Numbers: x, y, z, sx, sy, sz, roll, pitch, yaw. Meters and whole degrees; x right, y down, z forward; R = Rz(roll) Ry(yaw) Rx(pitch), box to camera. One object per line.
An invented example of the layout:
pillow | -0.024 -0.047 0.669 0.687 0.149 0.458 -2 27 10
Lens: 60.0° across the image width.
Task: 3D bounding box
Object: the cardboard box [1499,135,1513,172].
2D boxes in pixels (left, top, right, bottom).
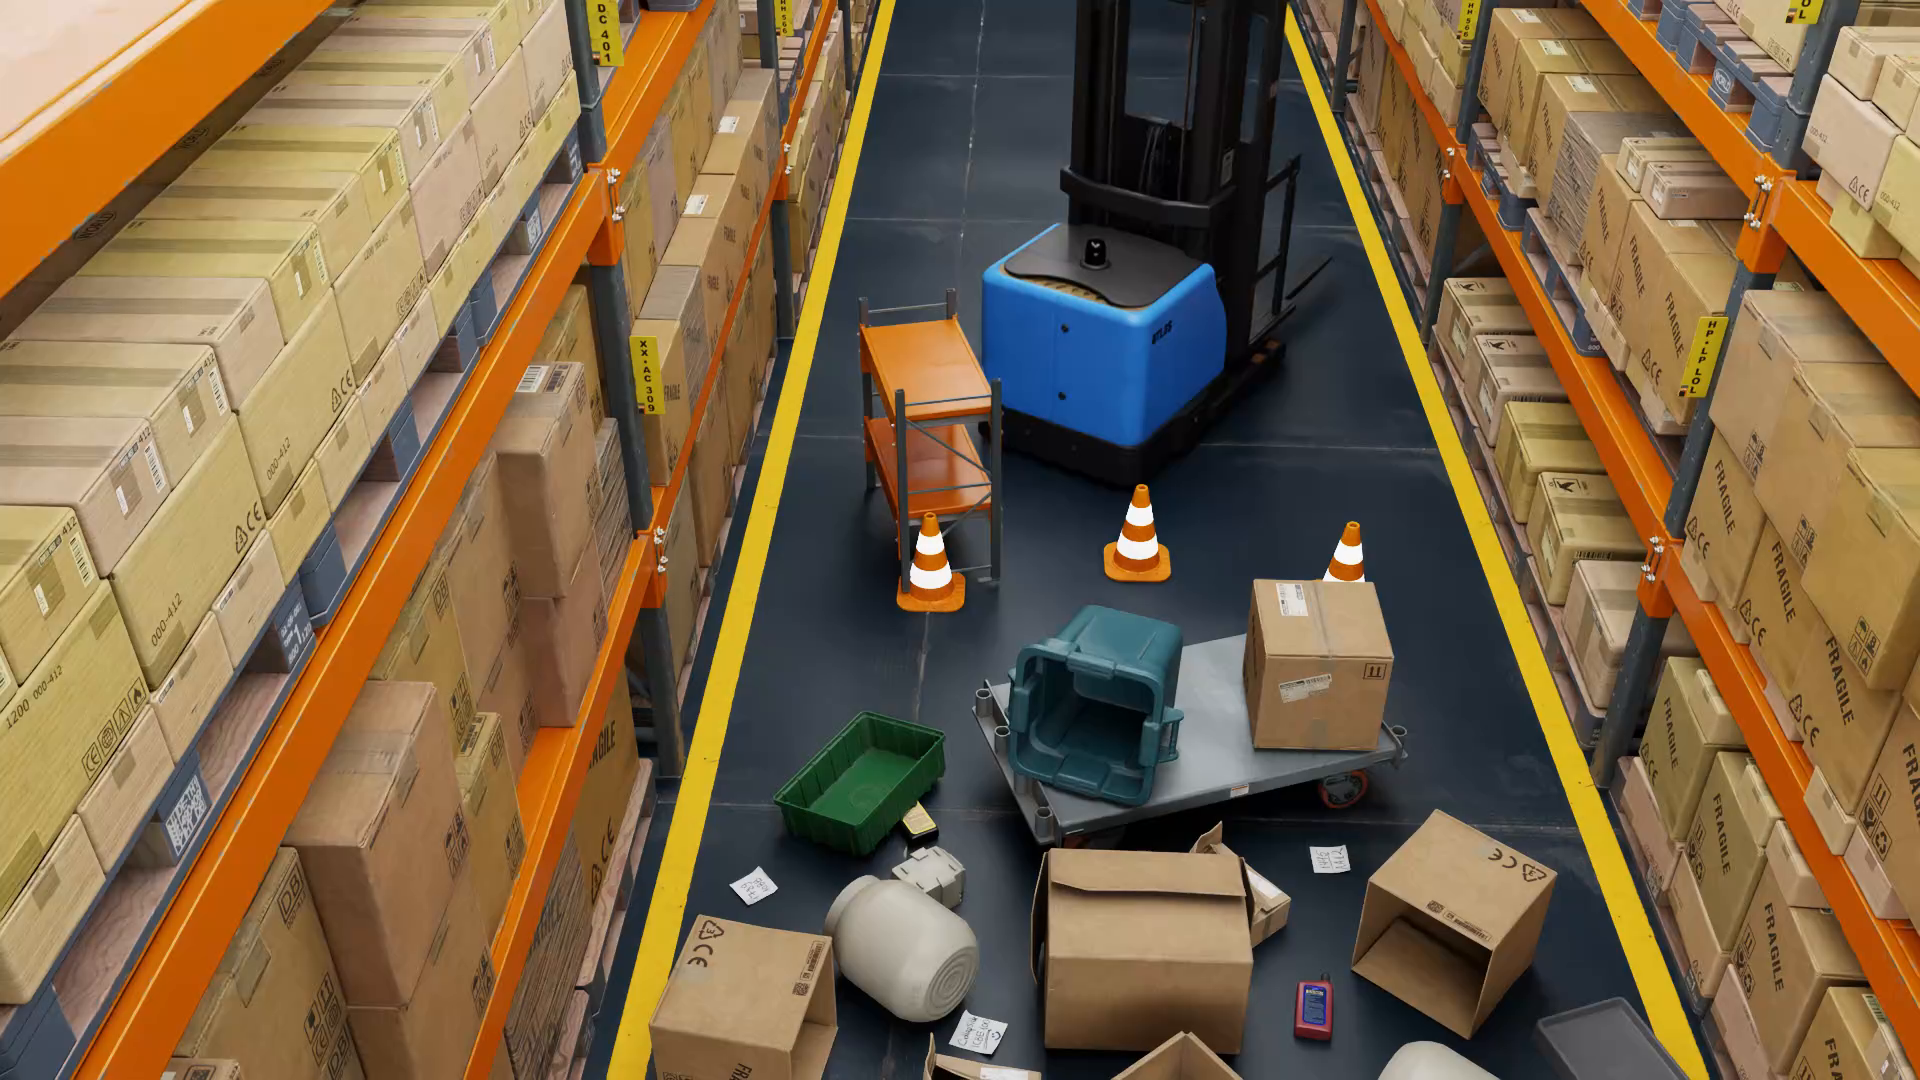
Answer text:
cardboard box | 3.104 -2.042 8.846 0.380 0.149 0.250 -1 35 -1

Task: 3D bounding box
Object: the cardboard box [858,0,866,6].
cardboard box | -1.035 -4.900 14.915 0.380 0.149 0.250 1 35 2

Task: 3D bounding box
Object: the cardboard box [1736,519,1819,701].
cardboard box | 2.951 0.197 5.460 0.500 0.500 0.500 1 35 2

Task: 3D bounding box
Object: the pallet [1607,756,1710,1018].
pallet | 3.252 1.352 6.588 1.003 0.211 1.213 1 35 2

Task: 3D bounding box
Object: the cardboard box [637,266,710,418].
cardboard box | -1.397 -0.858 7.222 0.500 0.500 0.500 2 35 2

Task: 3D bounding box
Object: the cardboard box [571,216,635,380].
cardboard box | -1.692 -0.967 6.506 0.700 0.500 0.500 1 35 1

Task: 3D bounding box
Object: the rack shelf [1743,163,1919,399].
rack shelf | 3.164 0.041 4.046 1.077 0.370 4.000 1 35 2

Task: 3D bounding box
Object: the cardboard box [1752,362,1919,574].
cardboard box | 3.126 -0.408 5.017 1.020 1.000 0.508 2 35 2

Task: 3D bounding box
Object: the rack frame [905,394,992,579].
rack frame | -0.048 -0.247 8.010 0.475 0.981 0.013 -7 34 -10

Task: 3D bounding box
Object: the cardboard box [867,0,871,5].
cardboard box | -1.018 -5.078 15.426 0.380 0.149 0.250 2 35 3

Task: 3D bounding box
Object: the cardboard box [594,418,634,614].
cardboard box | -1.709 -0.081 6.071 0.875 0.550 0.550 1 35 2

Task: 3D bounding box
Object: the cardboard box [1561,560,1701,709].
cardboard box | 3.262 0.427 7.400 0.950 0.372 0.625 2 35 2

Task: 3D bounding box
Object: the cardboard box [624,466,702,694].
cardboard box | -1.771 0.158 7.453 1.050 0.750 0.750 1 35 2

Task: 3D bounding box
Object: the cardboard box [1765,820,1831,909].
cardboard box | 2.859 1.059 5.390 0.380 0.149 0.250 3 35 5

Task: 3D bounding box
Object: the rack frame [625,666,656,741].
rack frame | -1.710 -0.232 6.417 0.949 2.616 0.053 1 35 2

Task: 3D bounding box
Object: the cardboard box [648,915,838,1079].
cardboard box | -0.743 1.706 5.832 0.500 0.500 0.500 7 36 10

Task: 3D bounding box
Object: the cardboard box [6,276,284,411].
cardboard box | -1.494 -0.365 3.071 0.380 0.149 0.250 1 35 1

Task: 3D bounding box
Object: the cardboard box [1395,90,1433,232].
cardboard box | 3.555 -2.683 11.388 0.875 0.875 0.875 2 35 2

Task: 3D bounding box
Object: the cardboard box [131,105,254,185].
cardboard box | -2.044 -0.878 4.147 0.500 0.250 0.500 1 35 1

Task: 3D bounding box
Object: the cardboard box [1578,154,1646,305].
cardboard box | 3.079 -1.362 7.314 0.500 0.500 0.500 2 35 4

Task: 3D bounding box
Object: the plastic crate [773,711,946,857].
plastic crate | -0.404 1.025 7.023 0.450 0.188 0.662 11 35 32

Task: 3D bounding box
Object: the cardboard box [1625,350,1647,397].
cardboard box | 3.017 -0.697 6.933 0.380 0.149 0.250 0 35 0

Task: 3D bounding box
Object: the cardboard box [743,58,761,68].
cardboard box | -1.326 -2.851 9.997 0.380 0.149 0.250 1 35 1

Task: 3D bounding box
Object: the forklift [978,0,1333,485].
forklift | 1.344 -2.266 9.447 1.129 2.843 3.031 21 40 27

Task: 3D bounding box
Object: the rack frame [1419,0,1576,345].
rack frame | 3.405 -2.473 9.606 1.000 3.000 0.127 1 35 2

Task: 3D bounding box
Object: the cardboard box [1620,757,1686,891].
cardboard box | 2.950 1.111 6.533 0.500 0.250 0.500 0 35 0

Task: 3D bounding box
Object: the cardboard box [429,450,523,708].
cardboard box | -1.820 0.102 4.872 0.875 0.550 0.550 1 35 2

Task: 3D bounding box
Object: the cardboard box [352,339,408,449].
cardboard box | -1.473 -0.332 3.716 0.380 0.149 0.250 2 35 2

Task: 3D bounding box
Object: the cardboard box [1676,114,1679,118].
cardboard box | 3.635 -1.953 8.155 0.500 0.500 0.500 -1 35 -1

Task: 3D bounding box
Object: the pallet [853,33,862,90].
pallet | -1.393 -4.074 14.308 1.003 0.211 1.213 1 35 2

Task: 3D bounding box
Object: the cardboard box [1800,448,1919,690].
cardboard box | 2.920 0.082 4.756 0.700 0.500 0.500 1 35 1

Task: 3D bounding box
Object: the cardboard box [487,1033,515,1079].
cardboard box | -1.872 1.867 4.913 0.875 0.875 0.875 1 35 1

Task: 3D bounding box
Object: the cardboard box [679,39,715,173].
cardboard box | -1.611 -2.137 8.171 0.700 0.500 0.500 1 35 1

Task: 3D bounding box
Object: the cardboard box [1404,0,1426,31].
cardboard box | 3.187 -3.490 10.749 0.500 0.250 0.500 0 35 1

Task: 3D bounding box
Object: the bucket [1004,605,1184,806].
bucket | 0.592 0.617 6.734 0.726 0.611 0.620 13 27 18

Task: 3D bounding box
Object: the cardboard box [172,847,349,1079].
cardboard box | -1.883 1.033 3.548 0.875 0.550 0.550 1 35 2

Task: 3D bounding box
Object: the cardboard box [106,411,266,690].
cardboard box | -1.572 0.003 2.893 0.500 0.250 0.500 1 35 1

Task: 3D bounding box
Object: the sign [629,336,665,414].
sign | -9.125 -0.845 6.409 16.064 0.392 0.098 1 35 2

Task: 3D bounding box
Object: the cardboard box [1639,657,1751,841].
cardboard box | 2.950 0.804 6.317 0.500 0.500 0.500 3 35 4

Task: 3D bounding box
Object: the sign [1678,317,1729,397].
sign | 2.689 -0.660 6.019 0.100 0.325 0.005 1 35 2

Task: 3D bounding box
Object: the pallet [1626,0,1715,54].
pallet | 3.414 -2.274 6.877 1.213 0.211 1.003 1 35 2

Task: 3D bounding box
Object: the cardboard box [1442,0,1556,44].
cardboard box | 3.164 -3.227 9.721 0.500 0.500 0.500 0 35 1

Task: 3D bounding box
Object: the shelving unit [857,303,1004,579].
shelving unit | -0.158 -0.519 8.426 0.538 0.981 1.030 -7 34 -10

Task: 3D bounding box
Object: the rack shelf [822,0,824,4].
rack shelf | -1.465 -3.494 11.452 0.919 0.052 3.809 1 35 2

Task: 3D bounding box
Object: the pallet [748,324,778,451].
pallet | -1.653 -0.938 9.846 1.003 0.211 1.213 1 35 2

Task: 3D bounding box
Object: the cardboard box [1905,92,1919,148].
cardboard box | 2.904 -1.151 4.641 0.380 0.149 0.250 0 35 0

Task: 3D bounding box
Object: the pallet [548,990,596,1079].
pallet | -1.861 2.047 5.599 1.003 0.211 1.213 1 35 2

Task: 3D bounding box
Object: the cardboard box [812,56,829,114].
cardboard box | -1.203 -3.251 11.869 0.500 0.250 0.500 0 35 0

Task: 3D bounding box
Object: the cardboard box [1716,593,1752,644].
cardboard box | 2.952 0.247 5.953 0.380 0.149 0.250 2 35 3

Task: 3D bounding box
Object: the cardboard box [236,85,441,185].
cardboard box | -1.454 -0.952 3.906 0.380 0.149 0.250 1 35 1

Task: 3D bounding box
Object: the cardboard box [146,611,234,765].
cardboard box | -1.513 0.249 2.890 0.380 0.149 0.250 1 35 2

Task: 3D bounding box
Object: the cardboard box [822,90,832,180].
cardboard box | -1.209 -2.957 12.103 0.500 0.500 0.500 1 35 1
